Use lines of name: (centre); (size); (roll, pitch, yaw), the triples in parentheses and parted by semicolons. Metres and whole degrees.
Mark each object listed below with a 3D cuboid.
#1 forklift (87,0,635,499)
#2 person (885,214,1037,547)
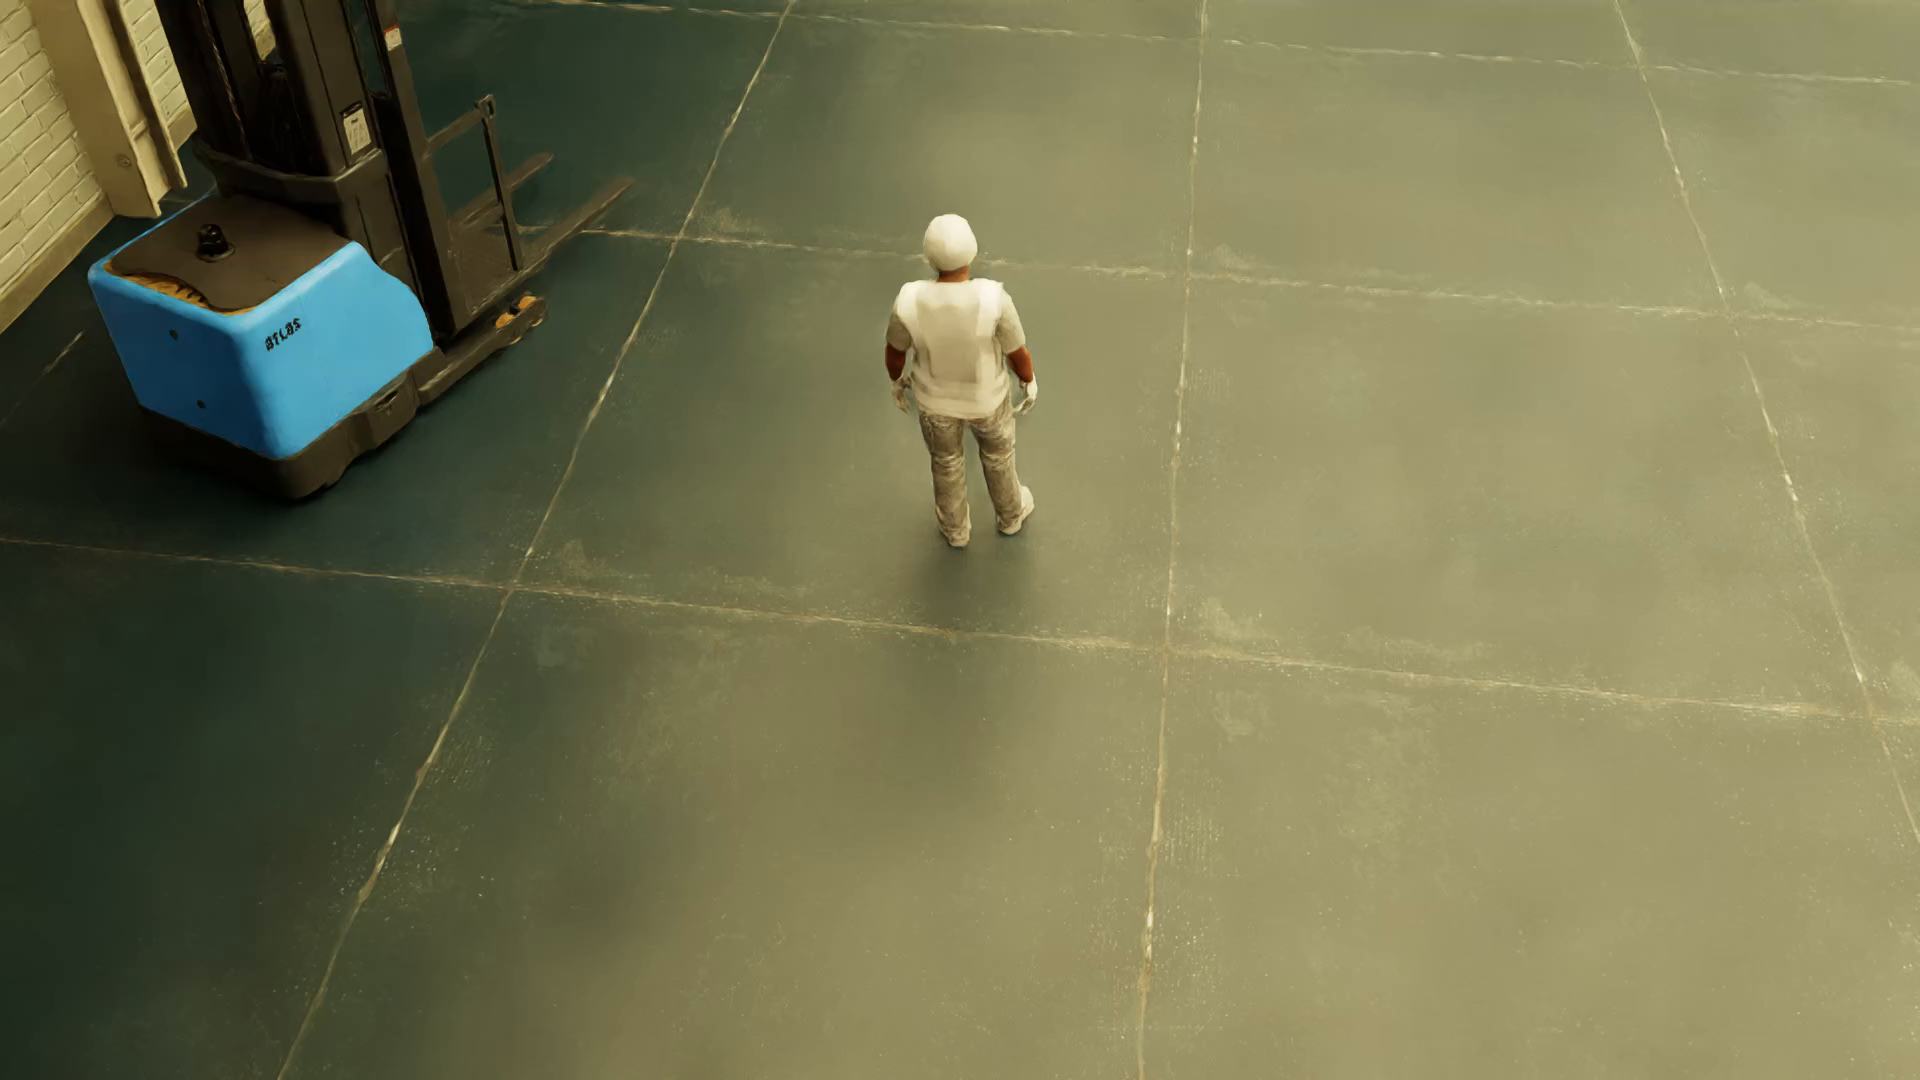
forklift: (-2.933, -2.271, 8.197); (1.130, 2.935, 3.031); (19, 46, 20)
person: (0.018, -0.709, 7.335); (0.655, 1.782, 0.575); (5, 43, 6)
